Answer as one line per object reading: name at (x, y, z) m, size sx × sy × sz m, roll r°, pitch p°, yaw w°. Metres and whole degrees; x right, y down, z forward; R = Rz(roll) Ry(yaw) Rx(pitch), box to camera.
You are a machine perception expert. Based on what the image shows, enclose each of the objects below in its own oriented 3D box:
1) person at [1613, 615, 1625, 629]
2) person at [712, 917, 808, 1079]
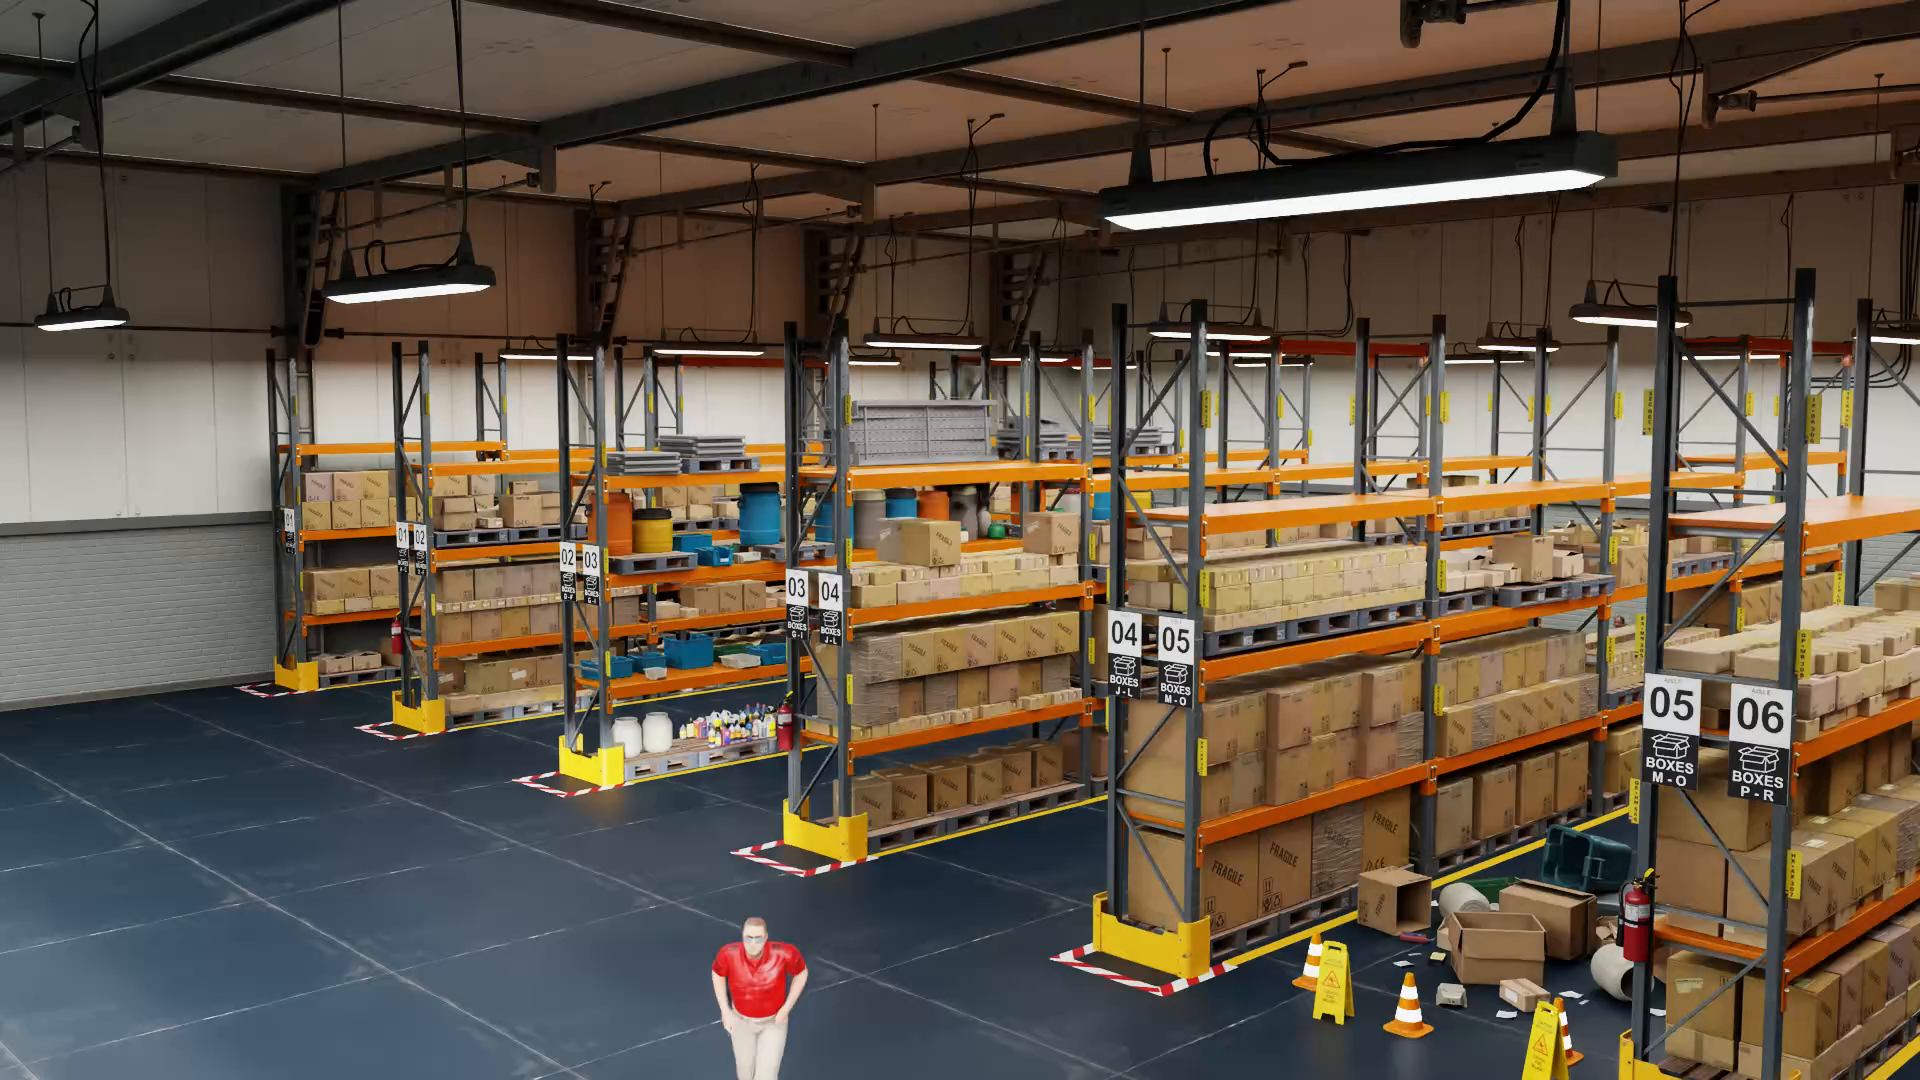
person at (10.615, 2.038, 26.740) m, size 0.600 × 1.693 × 0.918 m, roll 4°, pitch 6°, yaw 35°
person at (-1.390, 3.364, 11.620) m, size 0.664 × 1.686 × 0.884 m, roll 0°, pitch 5°, yaw -5°
